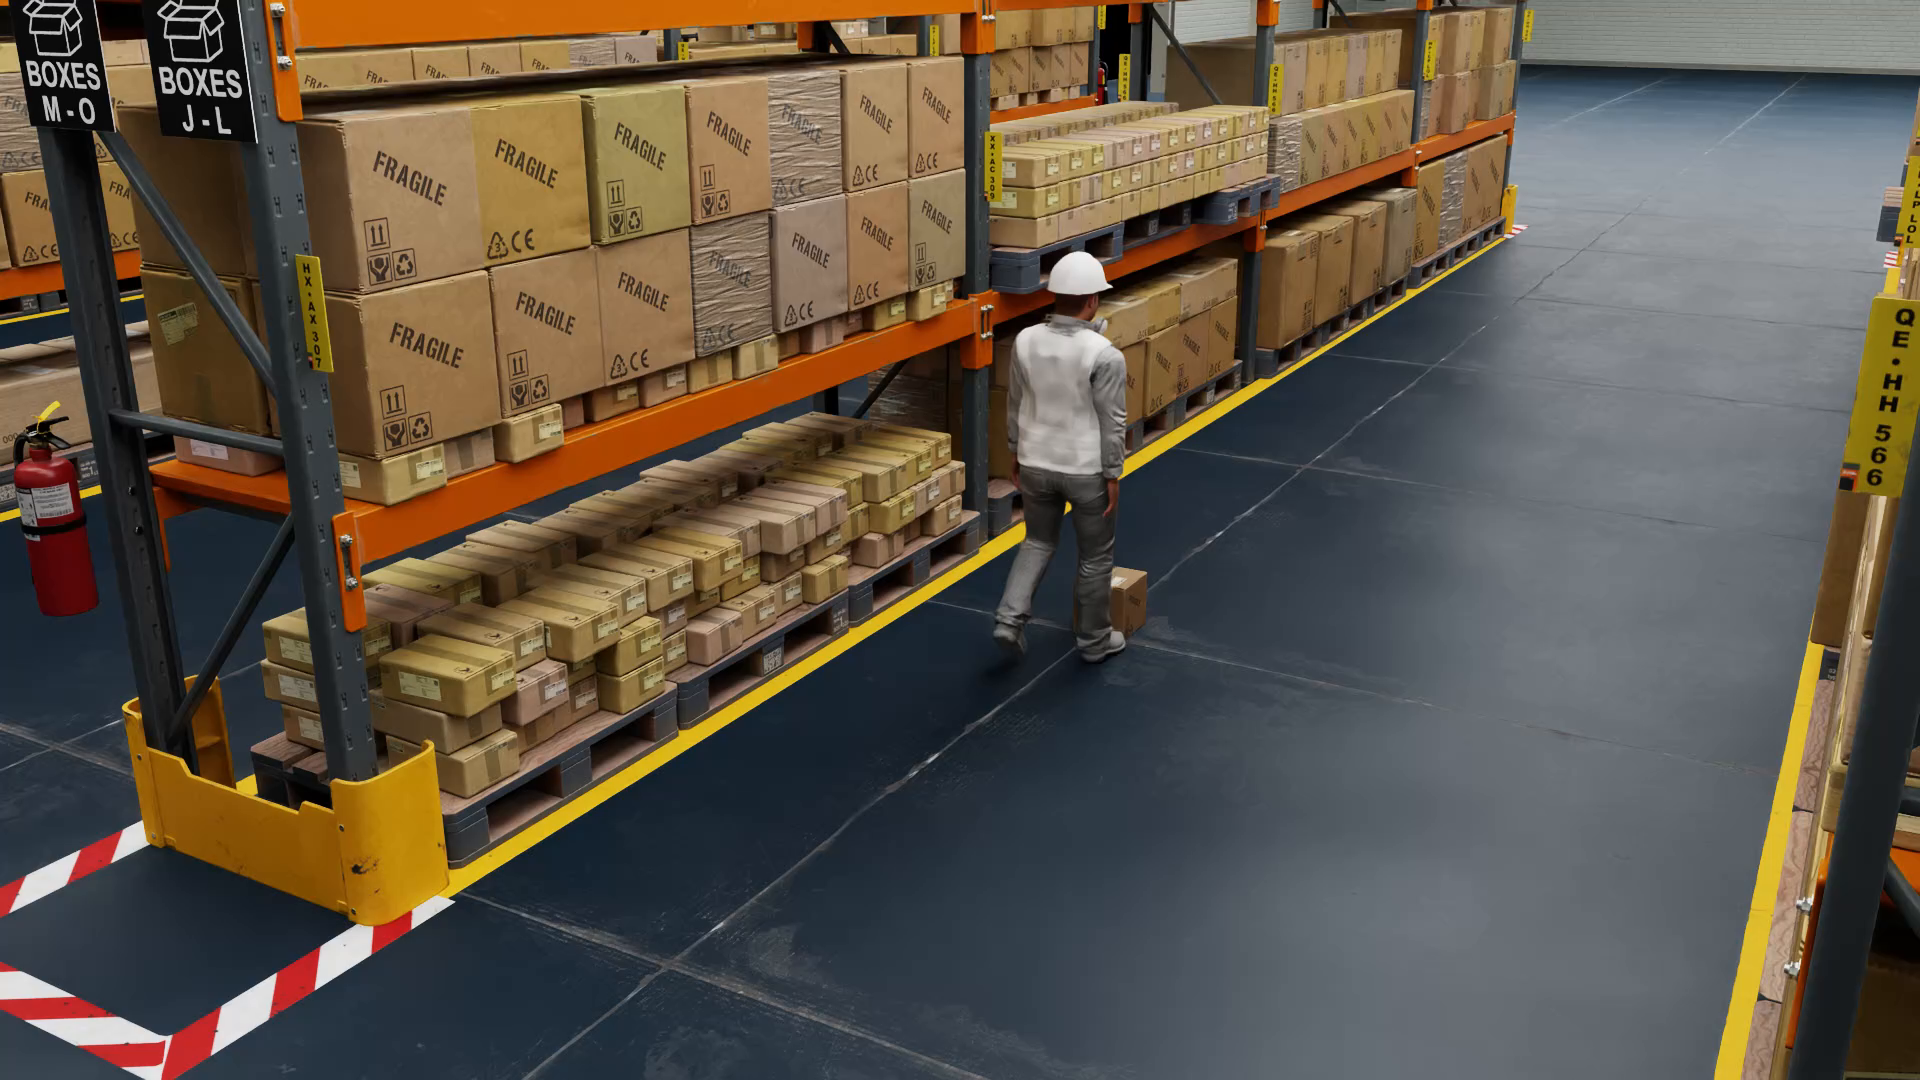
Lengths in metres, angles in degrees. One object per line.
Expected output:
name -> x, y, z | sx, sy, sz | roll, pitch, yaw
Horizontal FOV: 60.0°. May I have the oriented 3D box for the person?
person -> 0.459, -0.314, 6.903 | 0.559, 1.772, 0.633 | 11, 22, 28
